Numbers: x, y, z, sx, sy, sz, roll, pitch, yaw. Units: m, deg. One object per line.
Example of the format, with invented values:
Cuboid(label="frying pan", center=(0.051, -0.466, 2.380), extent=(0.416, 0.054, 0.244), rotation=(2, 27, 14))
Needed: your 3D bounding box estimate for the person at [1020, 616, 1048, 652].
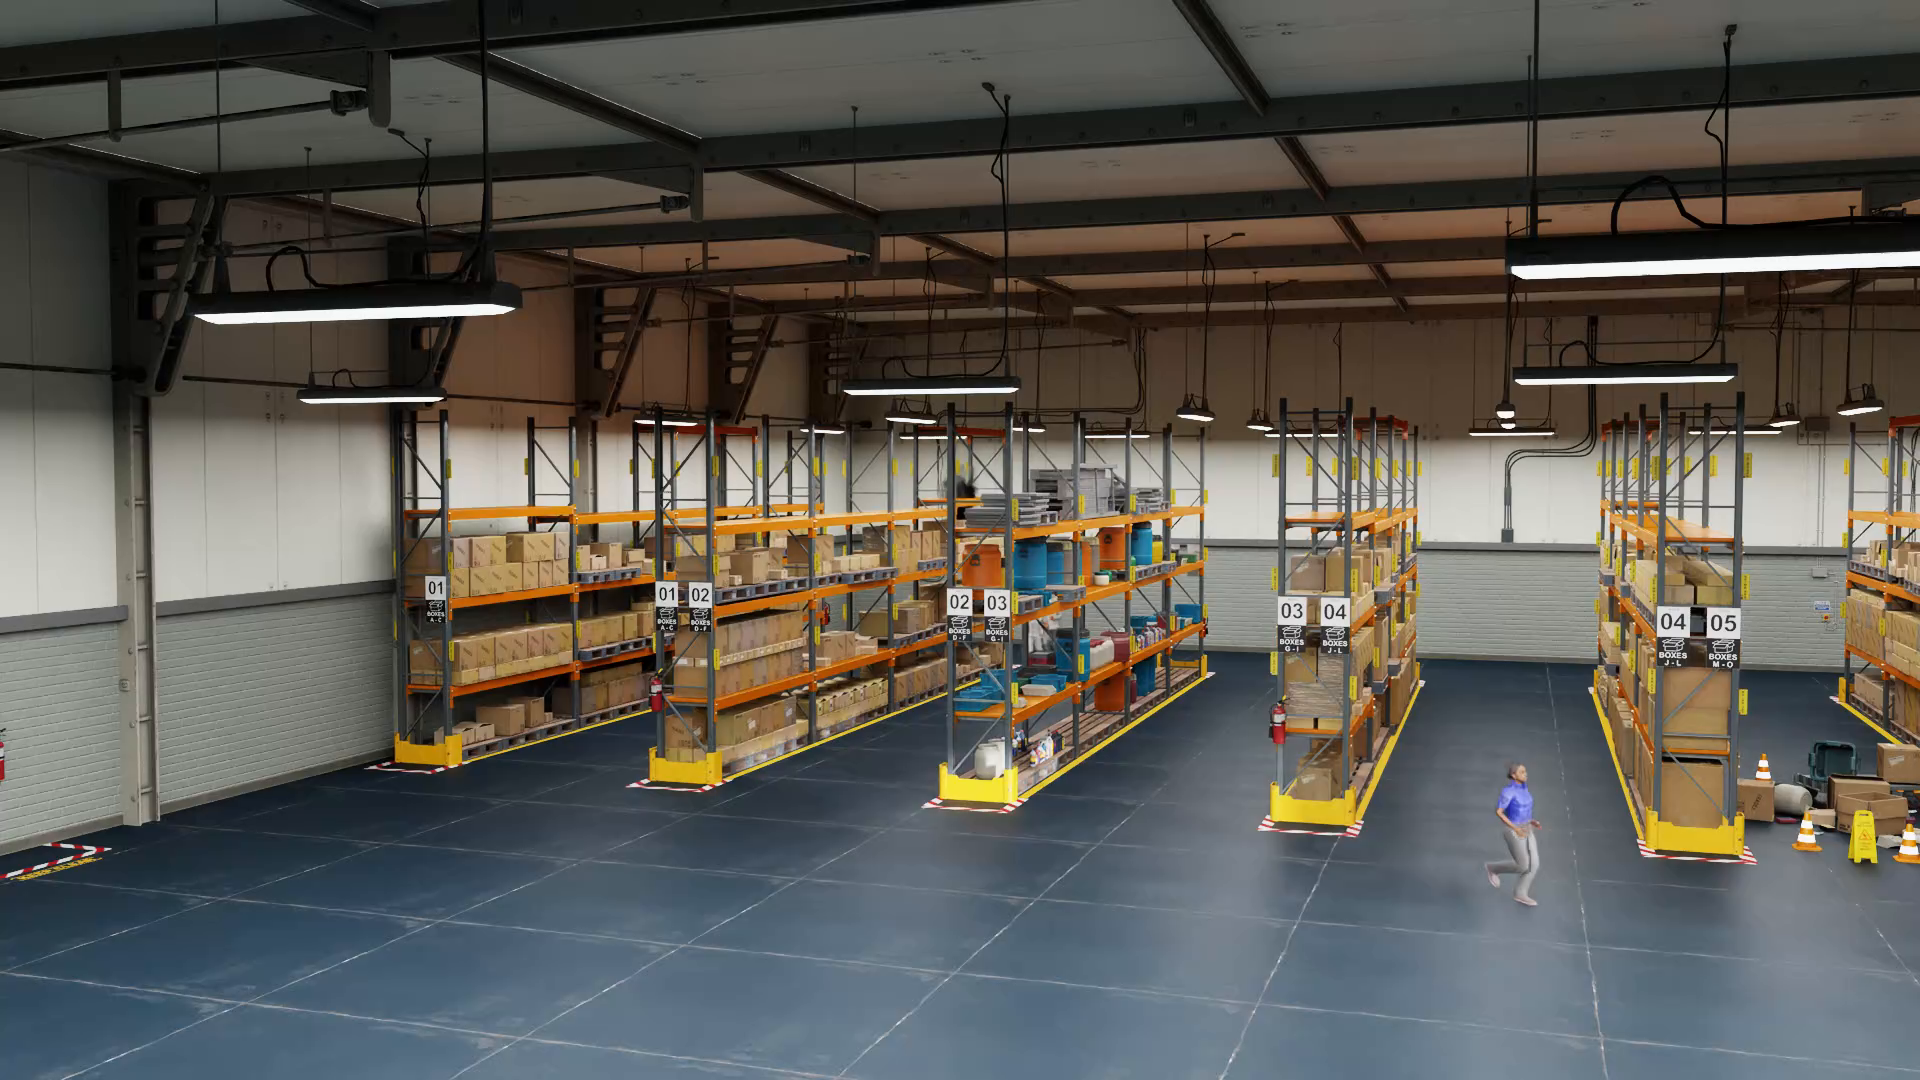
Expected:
Cuboid(label="person", center=(1.703, 2.243, 38.454), extent=(0.654, 1.729, 0.594), rotation=(0, 2, 11))

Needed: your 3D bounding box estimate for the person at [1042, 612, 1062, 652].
Cuboid(label="person", center=(2.144, 2.156, 40.193), extent=(0.663, 1.801, 0.833), rotation=(0, 2, 10))

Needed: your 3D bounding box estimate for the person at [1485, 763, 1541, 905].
Cuboid(label="person", center=(6.413, 3.377, 19.232), extent=(0.575, 1.618, 0.611), rotation=(-2, 3, -41))
